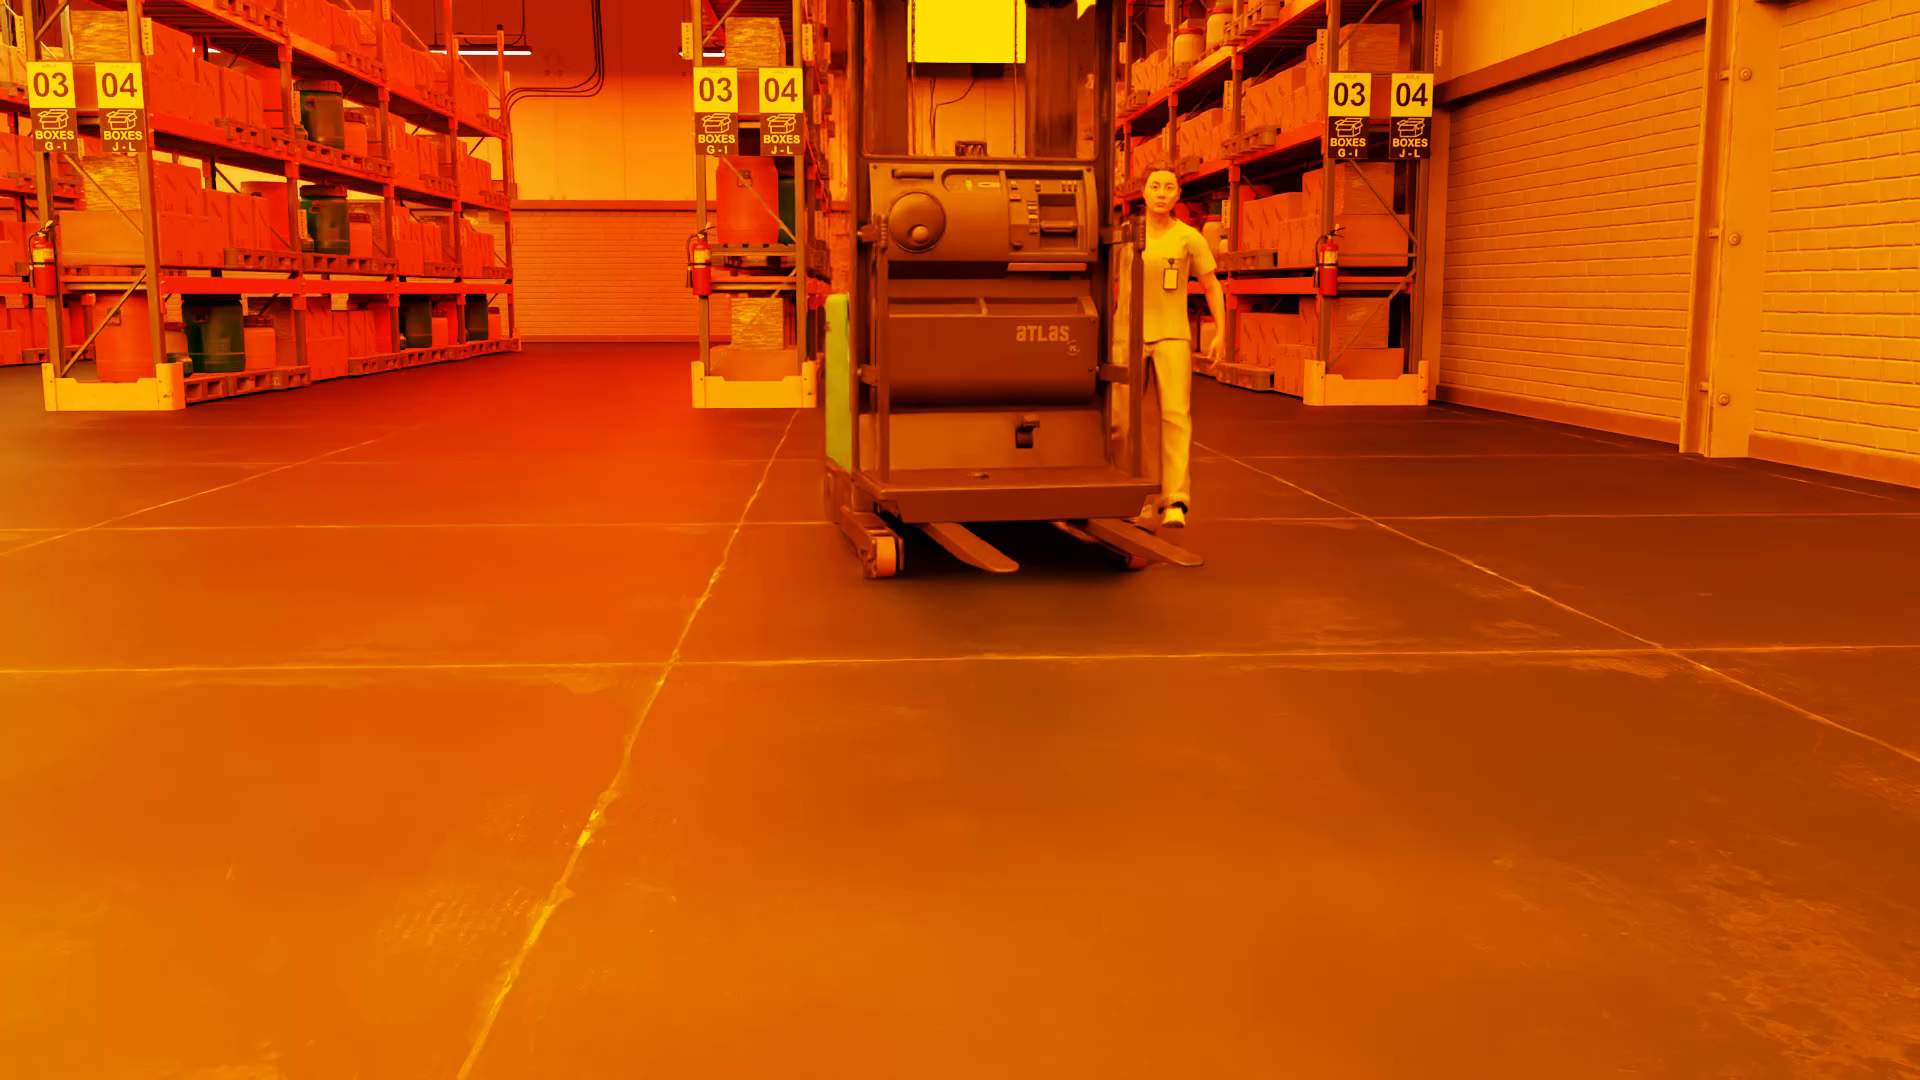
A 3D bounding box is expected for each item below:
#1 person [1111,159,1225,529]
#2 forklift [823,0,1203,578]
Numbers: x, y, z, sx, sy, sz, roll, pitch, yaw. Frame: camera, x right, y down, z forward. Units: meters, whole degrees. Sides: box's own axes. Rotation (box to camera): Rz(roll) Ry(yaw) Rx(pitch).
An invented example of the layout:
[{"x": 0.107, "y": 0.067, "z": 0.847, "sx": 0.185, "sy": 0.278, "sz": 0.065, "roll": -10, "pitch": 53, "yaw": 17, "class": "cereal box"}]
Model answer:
[{"x": 0.829, "y": -0.862, "z": 7.327, "sx": 0.679, "sy": 1.628, "sz": 0.747, "roll": 1, "pitch": 9, "yaw": 8, "class": "person"}, {"x": 0.142, "y": -1.361, "z": 6.494, "sx": 1.130, "sy": 2.935, "sz": 3.031, "roll": -2, "pitch": 9, "yaw": -11, "class": "forklift"}]
